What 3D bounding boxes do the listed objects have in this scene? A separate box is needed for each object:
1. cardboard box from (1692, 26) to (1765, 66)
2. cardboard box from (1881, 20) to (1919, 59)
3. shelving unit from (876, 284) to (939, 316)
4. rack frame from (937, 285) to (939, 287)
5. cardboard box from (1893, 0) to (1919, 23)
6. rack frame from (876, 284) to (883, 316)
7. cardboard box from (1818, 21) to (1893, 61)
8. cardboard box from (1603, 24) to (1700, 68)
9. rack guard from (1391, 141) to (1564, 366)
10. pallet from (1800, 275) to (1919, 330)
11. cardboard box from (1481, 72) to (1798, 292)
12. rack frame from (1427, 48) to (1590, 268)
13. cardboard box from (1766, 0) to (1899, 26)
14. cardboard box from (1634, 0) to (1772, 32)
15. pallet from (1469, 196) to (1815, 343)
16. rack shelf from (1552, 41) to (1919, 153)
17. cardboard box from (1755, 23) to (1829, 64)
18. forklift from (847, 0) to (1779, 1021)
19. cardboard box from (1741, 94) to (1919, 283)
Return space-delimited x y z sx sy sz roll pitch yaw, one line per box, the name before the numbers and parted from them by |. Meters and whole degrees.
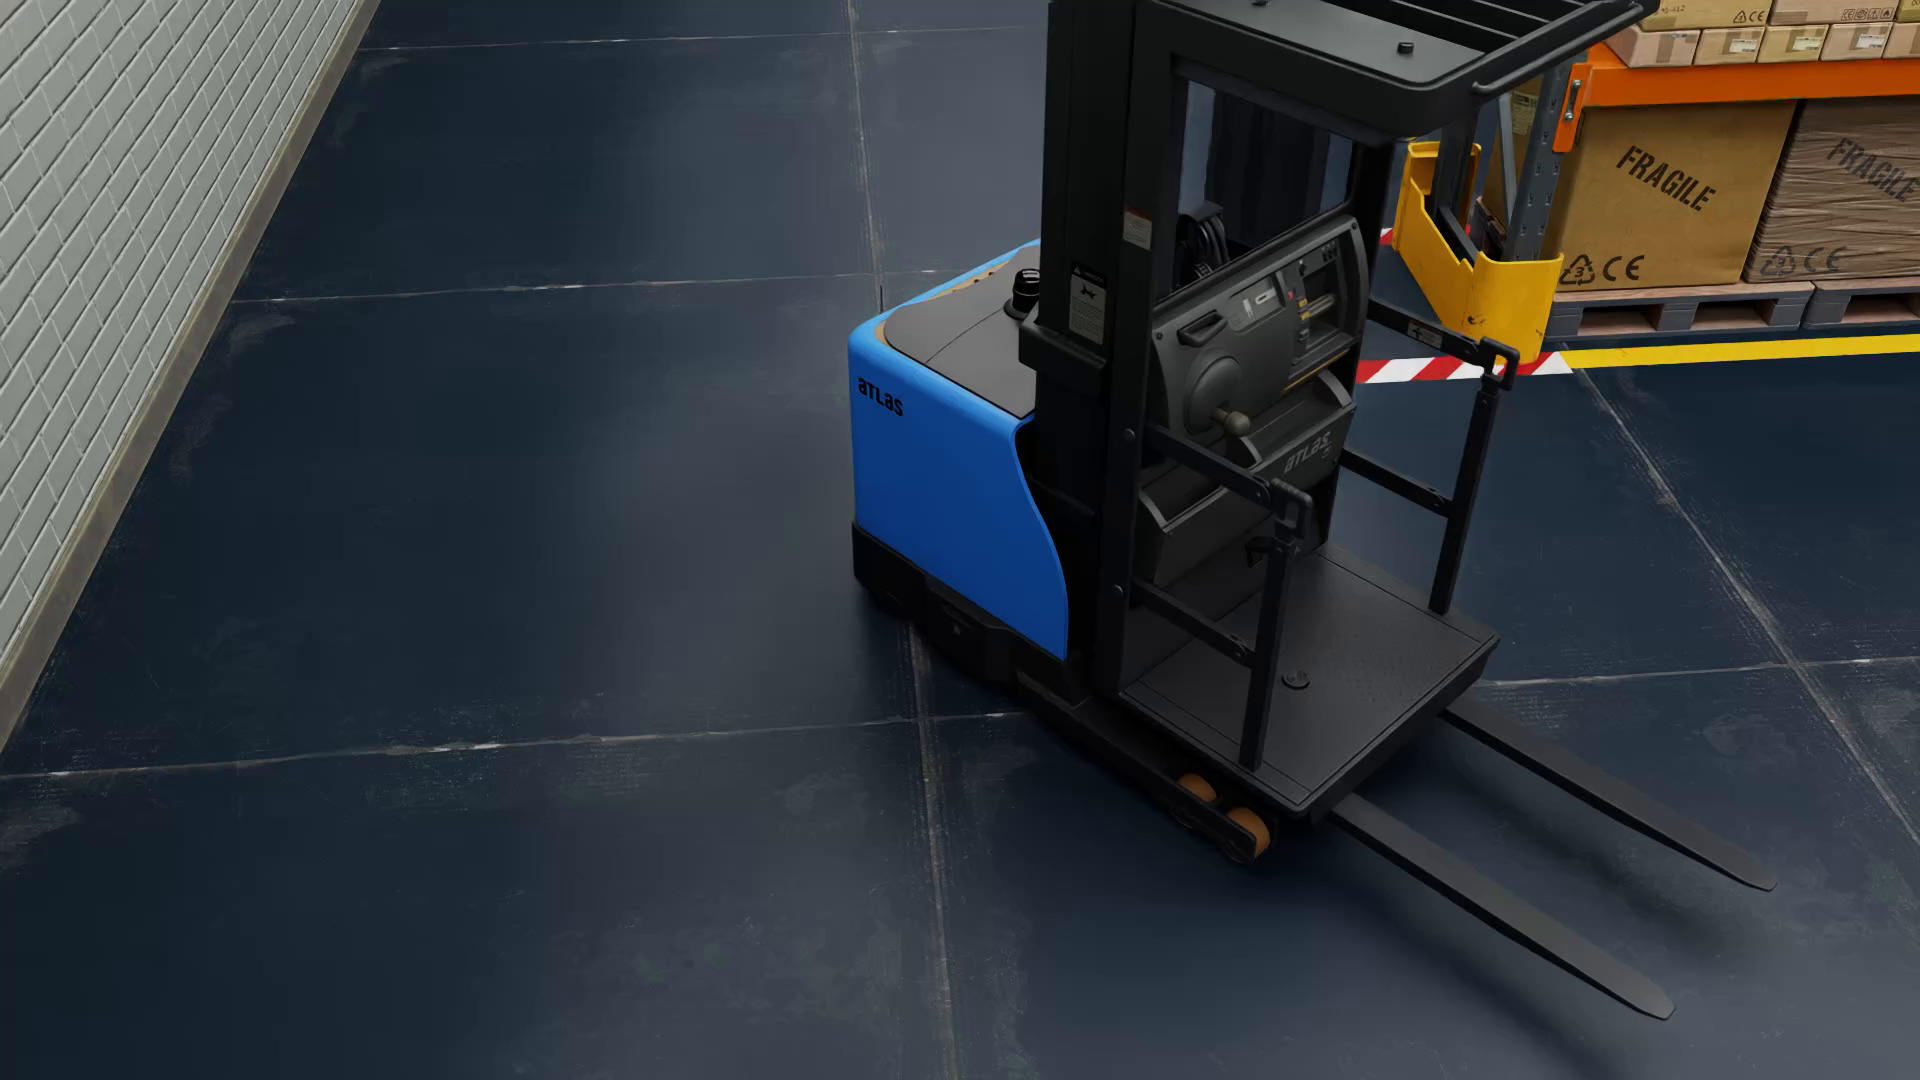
cardboard box | 2.971 -2.031 6.605 0.250 0.149 0.380 -4 38 -5
cardboard box | 3.739 -2.073 6.659 0.250 0.149 0.380 -4 38 -5
shelving unit | -0.186 -0.488 6.142 0.210 0.900 0.258 2 38 2
rack frame | -0.085 -0.484 6.137 0.006 0.900 0.240 2 38 2
cardboard box | 3.853 -2.274 6.592 0.500 0.250 0.500 -4 38 -5
rack frame | -0.288 -0.491 6.146 0.006 0.900 0.240 2 38 2
cardboard box | 3.485 -2.060 6.642 0.250 0.149 0.380 -4 38 -5
cardboard box | 2.715 -2.016 6.586 0.250 0.149 0.380 -3 38 -3
rack guard | 2.309 -1.316 7.514 0.348 0.500 1.175 -3 38 -4
pallet | 4.334 -1.361 7.805 1.213 0.211 1.003 -3 38 -4
cardboard box | 2.963 -1.714 7.377 0.875 0.875 0.875 -3 38 -4
rack frame | 2.332 -2.299 6.742 0.127 3.000 1.000 -3 38 -4
cardboard box | 3.352 -2.249 6.560 0.500 0.250 0.500 -4 38 -5
cardboard box | 2.835 -2.216 6.518 0.500 0.250 0.500 -4 38 -5
pallet | 3.122 -1.296 7.722 1.213 0.211 1.003 -3 38 -4
rack shelf | 4.325 -2.126 7.104 4.000 0.370 1.077 -3 38 -4
cardboard box | 3.226 -2.045 6.623 0.250 0.149 0.380 -4 38 -5
forklift | 1.008 -0.544 4.573 1.130 2.935 3.031 -31 48 -33
cardboard box | 3.869 -1.764 7.440 0.875 0.875 0.875 -3 38 -4
